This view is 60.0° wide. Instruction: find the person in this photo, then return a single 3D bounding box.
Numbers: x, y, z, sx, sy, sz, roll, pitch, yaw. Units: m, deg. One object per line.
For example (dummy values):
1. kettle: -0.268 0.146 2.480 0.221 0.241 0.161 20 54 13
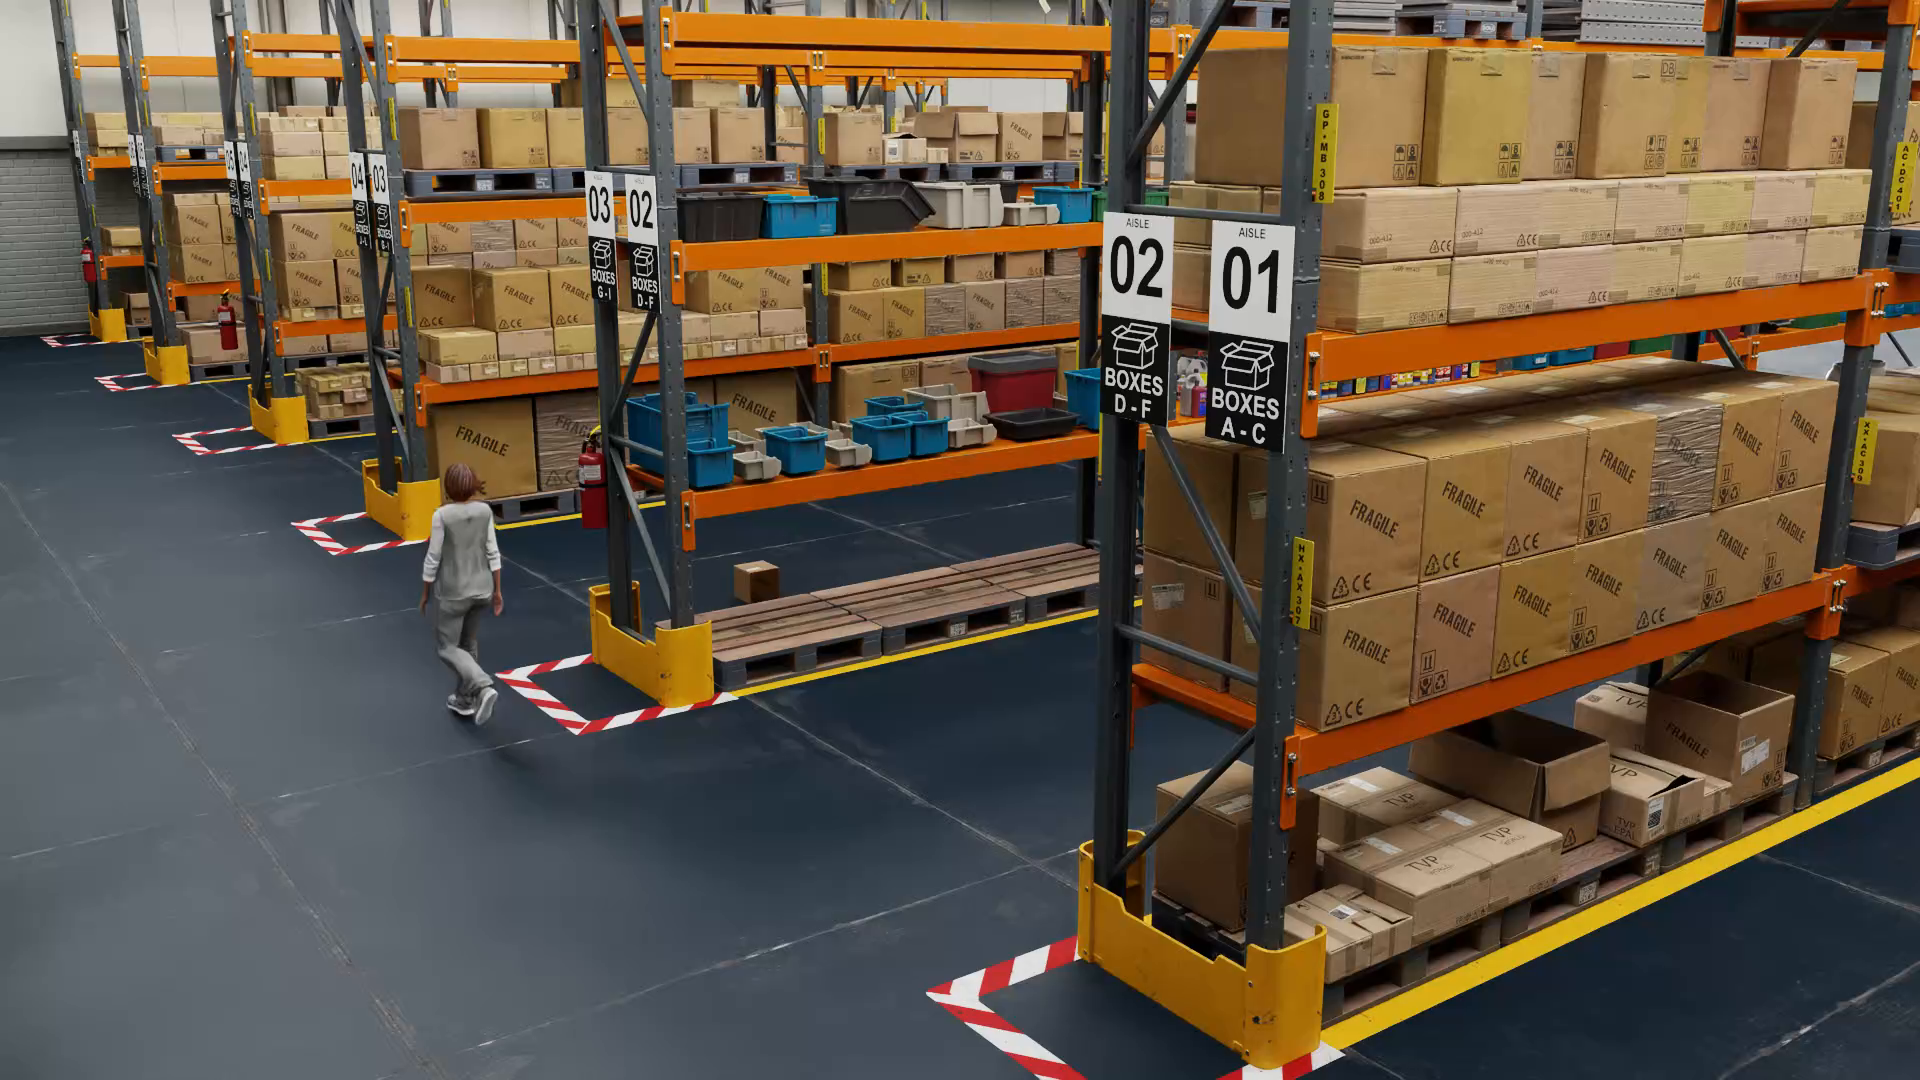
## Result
1. person: -2.894 0.338 9.748 0.447 1.538 0.747 -14 20 -43
